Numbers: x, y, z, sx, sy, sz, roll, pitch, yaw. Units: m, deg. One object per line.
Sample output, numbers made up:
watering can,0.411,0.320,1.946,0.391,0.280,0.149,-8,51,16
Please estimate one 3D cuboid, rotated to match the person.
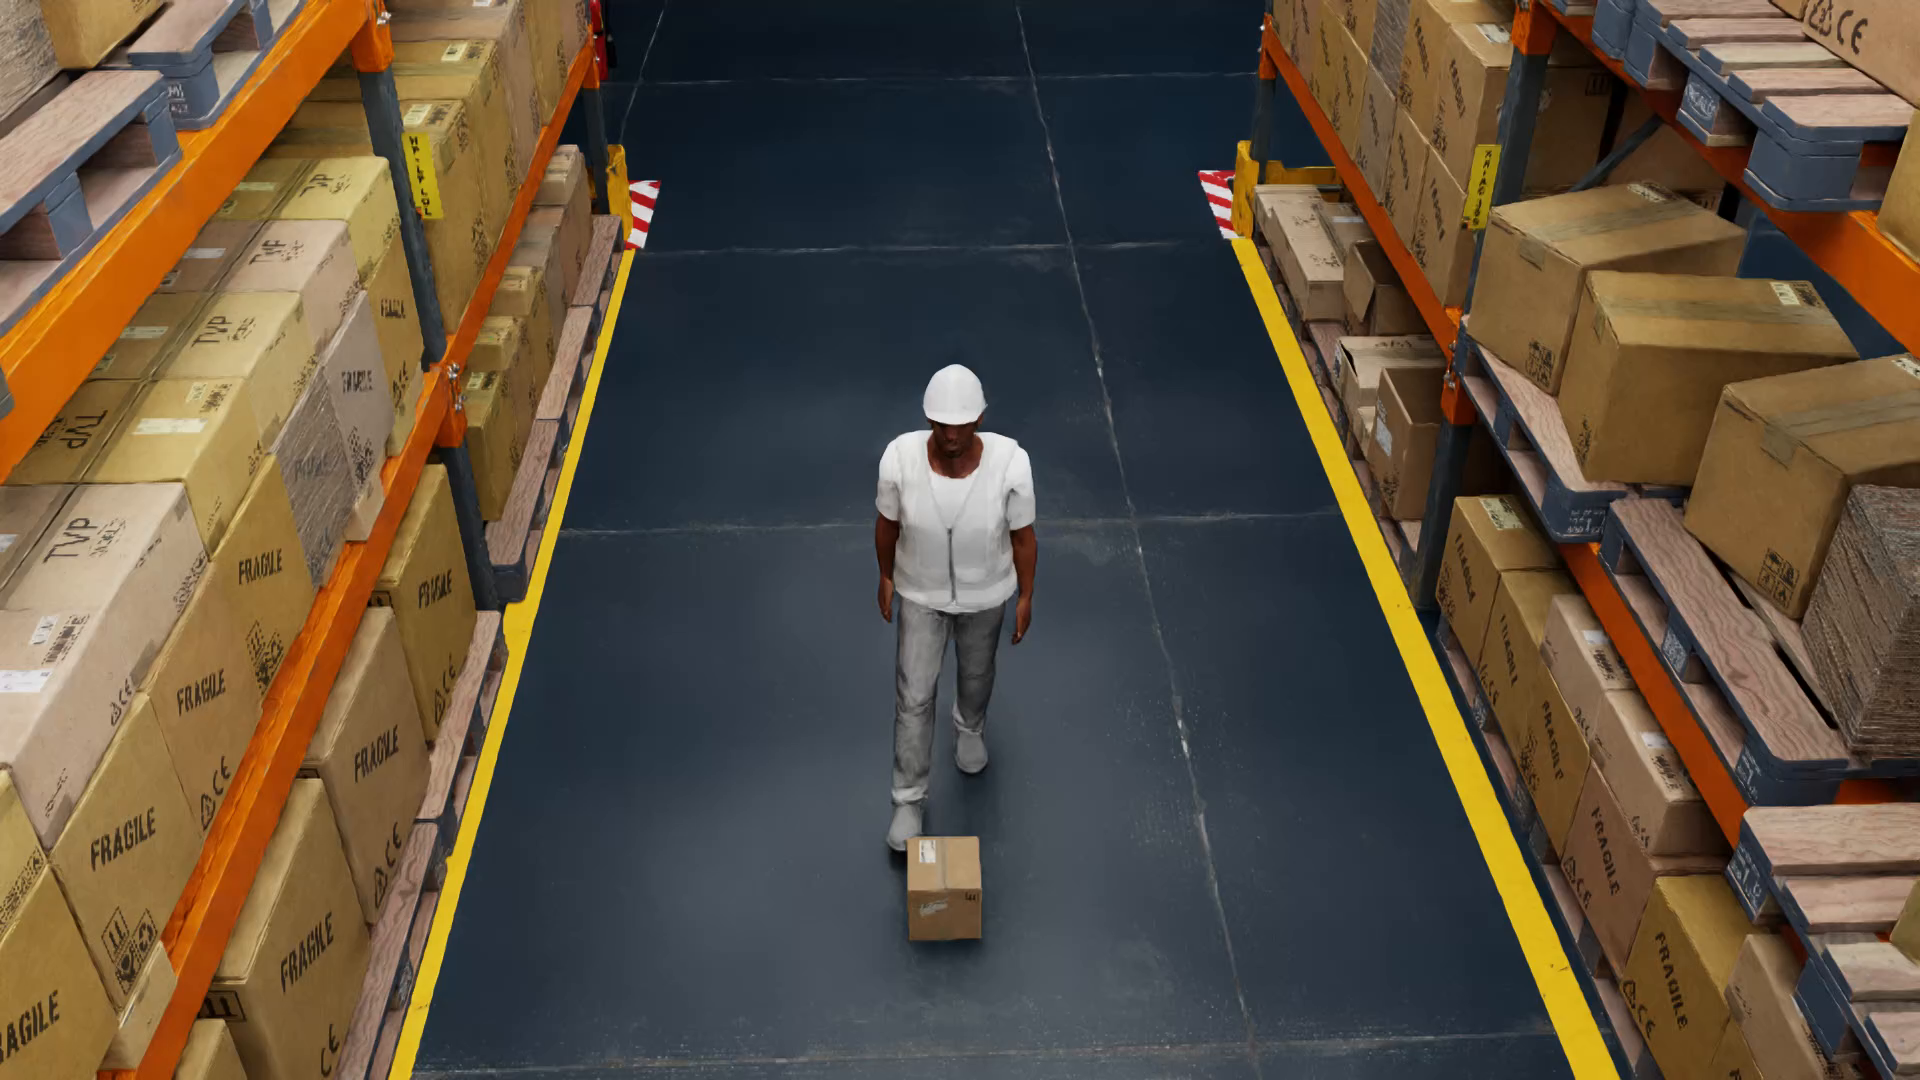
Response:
person,-0.017,0.233,5.778,0.567,1.747,0.792,0,35,0
